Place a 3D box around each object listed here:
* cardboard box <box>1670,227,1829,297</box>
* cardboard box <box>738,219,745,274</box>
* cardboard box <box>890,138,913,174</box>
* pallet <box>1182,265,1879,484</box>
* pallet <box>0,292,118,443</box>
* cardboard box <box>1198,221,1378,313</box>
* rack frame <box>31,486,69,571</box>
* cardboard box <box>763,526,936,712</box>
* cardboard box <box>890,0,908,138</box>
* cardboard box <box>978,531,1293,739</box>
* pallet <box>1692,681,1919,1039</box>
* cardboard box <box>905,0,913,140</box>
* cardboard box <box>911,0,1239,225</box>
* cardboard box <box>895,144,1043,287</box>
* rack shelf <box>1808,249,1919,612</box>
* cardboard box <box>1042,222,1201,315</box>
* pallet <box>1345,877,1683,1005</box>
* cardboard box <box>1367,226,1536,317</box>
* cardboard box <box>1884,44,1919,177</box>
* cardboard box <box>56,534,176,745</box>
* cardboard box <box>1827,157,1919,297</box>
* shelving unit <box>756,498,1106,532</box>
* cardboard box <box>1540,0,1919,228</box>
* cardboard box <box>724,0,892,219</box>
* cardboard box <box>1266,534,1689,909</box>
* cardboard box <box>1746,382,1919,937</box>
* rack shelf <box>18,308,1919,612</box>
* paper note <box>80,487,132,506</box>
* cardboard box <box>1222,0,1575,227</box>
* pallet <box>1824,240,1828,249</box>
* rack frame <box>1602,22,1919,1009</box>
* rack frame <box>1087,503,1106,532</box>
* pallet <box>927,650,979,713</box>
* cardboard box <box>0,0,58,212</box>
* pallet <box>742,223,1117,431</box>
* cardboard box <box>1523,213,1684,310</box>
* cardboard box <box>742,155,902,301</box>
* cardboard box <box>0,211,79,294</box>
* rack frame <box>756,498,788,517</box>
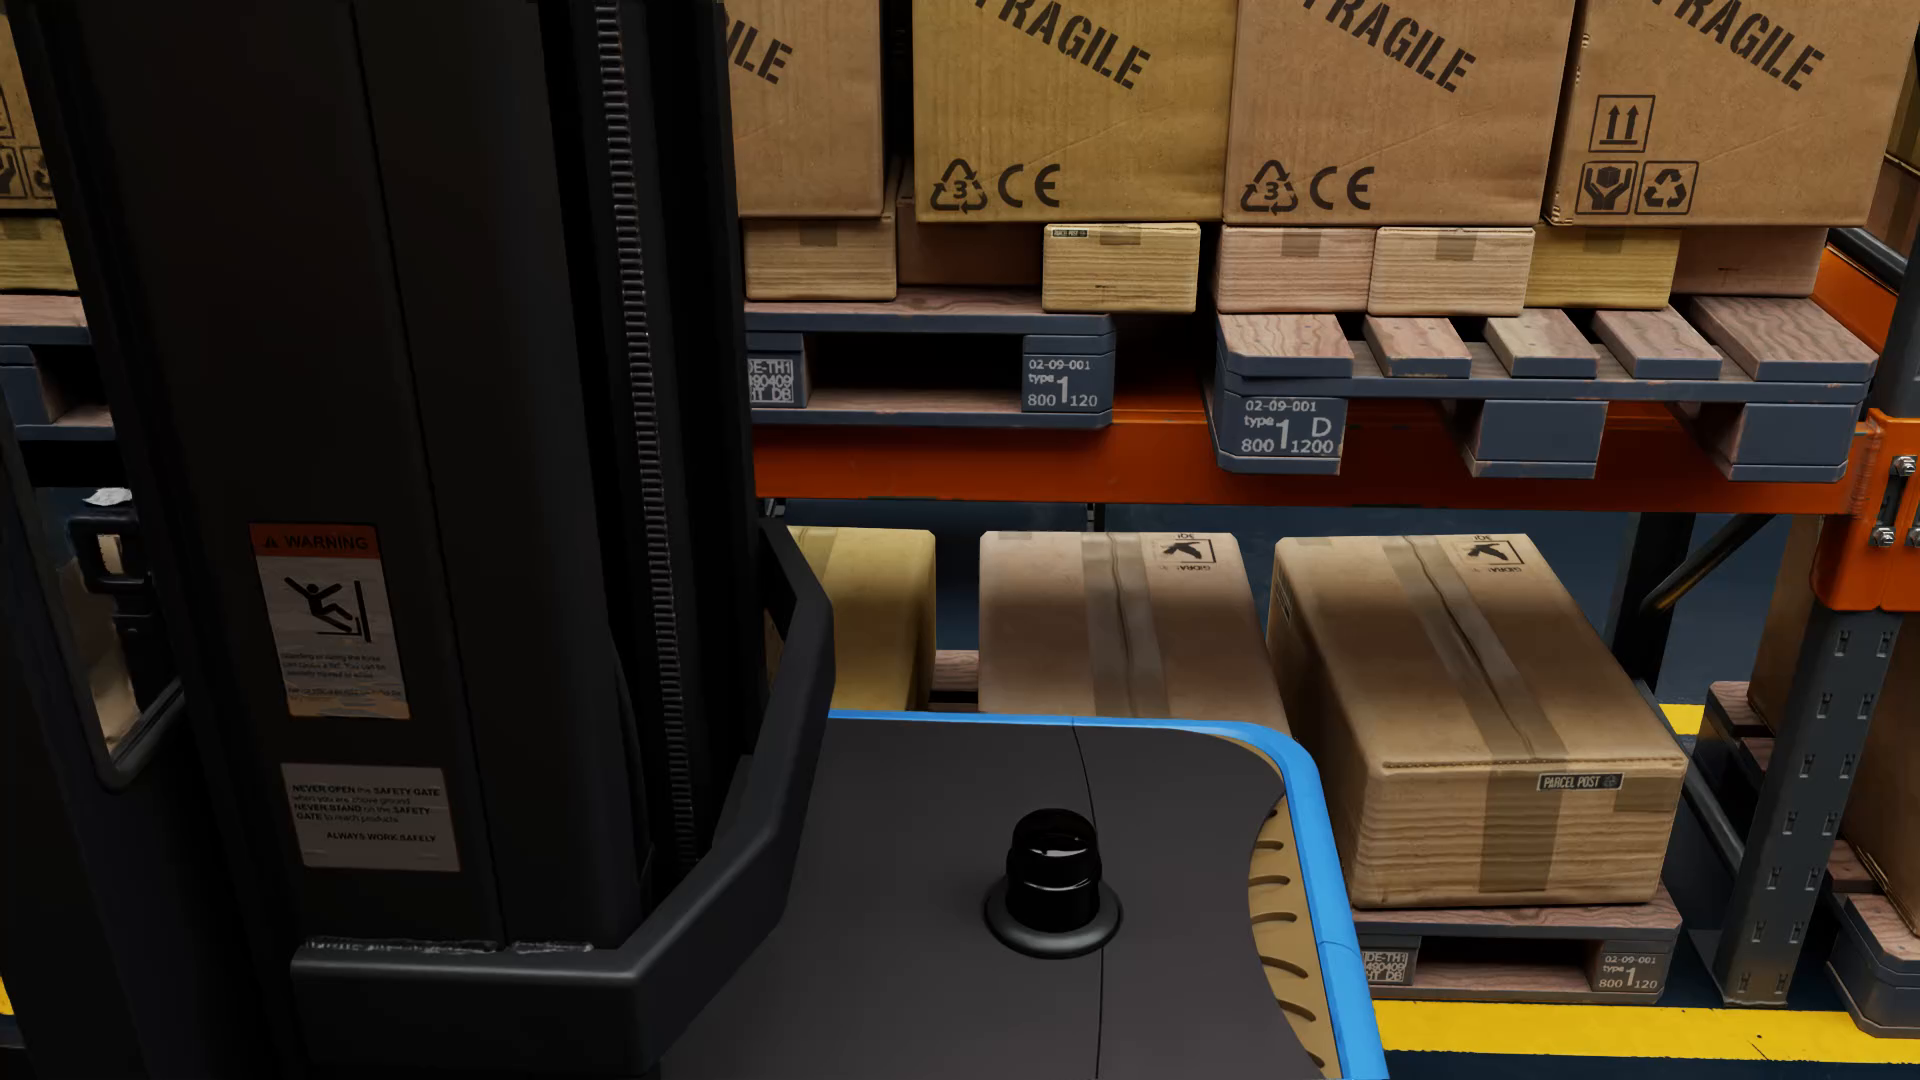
[{"bbox_3d":[1.320,-0.563,2.930,0.250,0.149,0.380,2,28,4],"label":"cardboard box"},{"bbox_3d":[-0.499,-0.543,2.891,0.250,0.149,0.380,2,28,4],"label":"cardboard box"},{"bbox_3d":[-0.017,-0.775,3.329,0.250,0.149,0.380,2,28,4],"label":"cardboard box"},{"bbox_3d":[0.940,-0.471,3.140,1.003,0.211,1.213,1,28,2],"label":"pallet"},{"bbox_3d":[-1.583,-0.494,3.184,1.213,0.211,1.003,1,28,2],"label":"pallet"},{"bbox_3d":[0.545,-0.525,2.858,0.250,0.149,0.380,0,28,-1],"label":"cardboard box"},{"bbox_3d":[-2.342,-0.660,3.292,0.127,3.000,1.000,1,28,2],"label":"rack frame"},{"bbox_3d":[-0.404,0.344,3.755,0.625,0.372,0.950,2,28,3],"label":"cardboard box"},{"bbox_3d":[-0.337,-1.093,3.237,0.500,0.500,0.500,0,28,0],"label":"cardboard box"},{"bbox_3d":[0.354,0.359,3.727,0.625,0.372,0.950,0,28,1],"label":"cardboard box"},{"bbox_3d":[2.441,0.687,3.729,1.213,0.211,1.003,1,28,2],"label":"pallet"},{"bbox_3d":[0.162,-1.081,3.215,0.500,0.500,0.500,1,28,3],"label":"cardboard box"},{"bbox_3d":[0.170,-0.843,2.765,0.500,0.500,0.500,-1,28,-2],"label":"cardboard box"},{"bbox_3d":[0.023,-0.586,2.973,0.250,0.149,0.380,1,28,2],"label":"cardboard box"},{"bbox_3d":[3.655,-0.243,3.273,4.000,0.370,1.077,1,28,2],"label":"rack shelf"},{"bbox_3d":[0.269,-0.523,2.854,0.250,0.149,0.380,1,28,3],"label":"cardboard box"},{"bbox_3d":[0.875,0.625,3.846,1.213,0.211,1.003,1,28,2],"label":"pallet"},{"bbox_3d":[0.796,-0.517,2.843,0.250,0.149,0.380,1,28,1],"label":"cardboard box"},{"bbox_3d":[2.149,-0.859,3.294,0.500,0.250,0.500,1,28,2],"label":"cardboard box"},{"bbox_3d":[-1.817,0.323,3.795,0.625,0.372,0.950,1,28,2],"label":"cardboard box"},{"bbox_3d":[2.171,-0.640,3.416,0.500,0.250,0.500,0,28,0],"label":"cardboard box"},{"bbox_3d":[-0.085,-0.664,4.901,1.048,1.500,0.538,1,28,2],"label":"shelving unit"},{"bbox_3d":[1.192,-0.832,2.744,0.500,0.500,0.500,0,28,0],"label":"cardboard box"},{"bbox_3d":[-0.375,-0.853,2.783,0.500,0.500,0.500,0,28,0],"label":"cardboard box"},{"bbox_3d":[1.092,0.368,3.711,0.625,0.372,0.950,-1,28,-2],"label":"cardboard box"},{"bbox_3d":[2.343,0.210,3.471,0.875,0.875,0.875,1,28,1],"label":"cardboard box"},{"bbox_3d":[-0.343,-0.309,3.398,4.000,0.370,1.077,1,28,2],"label":"rack shelf"},{"bbox_3d":[-2.811,-0.155,5.510,0.142,0.019,0.148,1,28,2],"label":"paper note"},{"bbox_3d":[0.675,-0.836,2.751,0.500,0.500,0.500,1,28,1],"label":"cardboard box"},{"bbox_3d":[3.727,-1.645,8.128,1.213,0.211,1.003,1,28,2],"label":"pallet"},{"bbox_3d":[1.656,-0.594,3.167,0.127,3.000,1.000,1,28,2],"label":"rack frame"},{"bbox_3d":[0.423,-0.656,4.886,0.032,1.500,0.500,1,28,2],"label":"rack frame"},{"bbox_3d":[-0.341,0.603,3.886,1.213,0.211,1.003,1,28,2],"label":"pallet"},{"bbox_3d":[-1.382,-0.871,2.817,0.500,0.500,0.500,1,28,2],"label":"cardboard box"},{"bbox_3d":[-0.324,-0.522,3.238,1.213,0.211,1.003,1,28,2],"label":"pallet"},{"bbox_3d":[1.050,-0.534,2.875,0.250,0.149,0.380,1,28,3],"label":"cardboard box"},{"bbox_3d":[-0.231,-0.552,2.908,0.250,0.149,0.380,0,28,0],"label":"cardboard box"},{"bbox_3d":[-1.551,-0.569,2.940,0.250,0.149,0.380,2,28,3],"label":"cardboard box"},{"bbox_3d":[-0.593,-0.672,4.917,0.032,1.500,0.500,1,28,2],"label":"rack frame"}]
